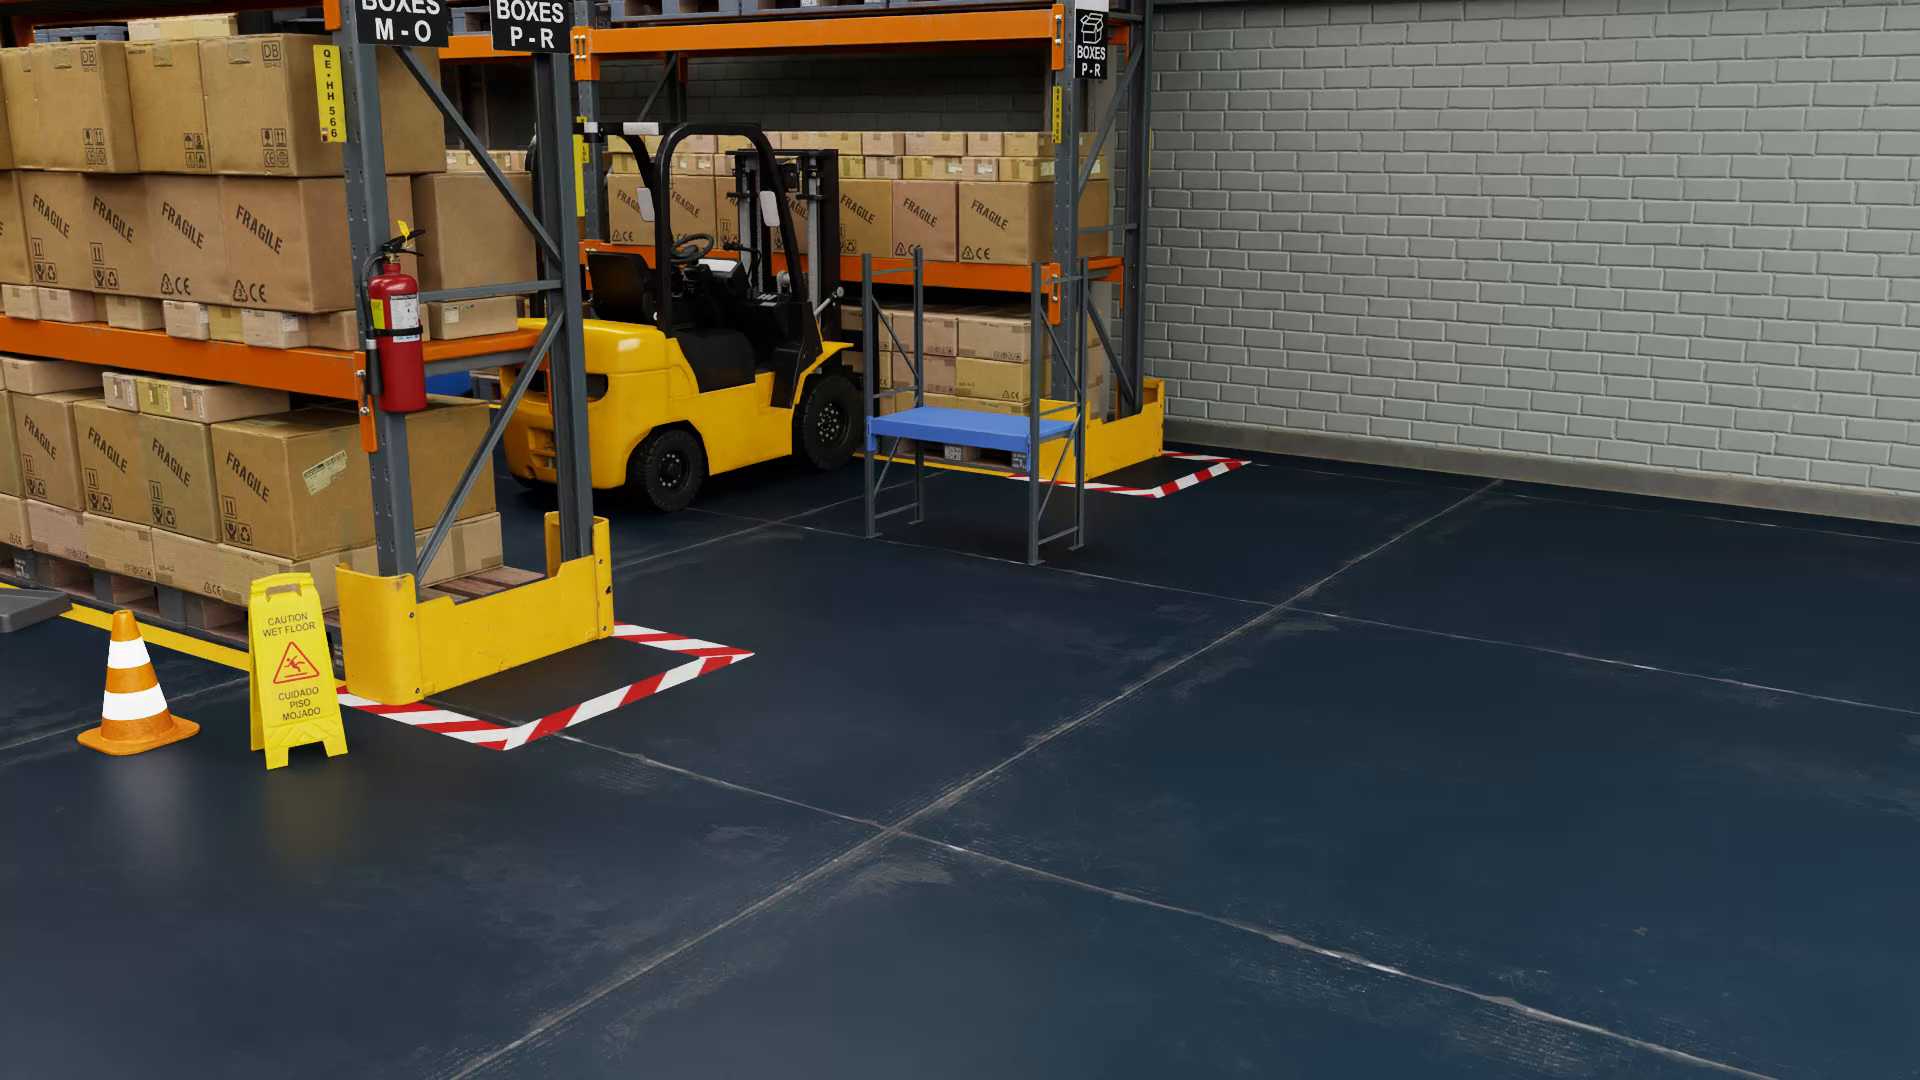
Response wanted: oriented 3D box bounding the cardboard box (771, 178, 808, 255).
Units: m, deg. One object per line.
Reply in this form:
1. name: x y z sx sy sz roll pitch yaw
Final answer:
1. cardboard box: -0.938 -2.210 11.302 0.500 0.500 0.500 9 17 33

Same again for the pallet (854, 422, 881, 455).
1. pallet: -0.775 -0.847 11.807 1.213 0.211 1.003 9 17 33

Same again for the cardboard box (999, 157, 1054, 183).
1. cardboard box: 0.447 -2.297 10.302 0.250 0.149 0.380 9 17 34

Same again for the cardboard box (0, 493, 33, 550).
1. cardboard box: -4.407 -0.156 8.059 0.500 0.250 0.500 10 17 36

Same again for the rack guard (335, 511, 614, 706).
1. rack guard: -1.939 0.250 6.771 0.348 0.500 1.175 9 17 33

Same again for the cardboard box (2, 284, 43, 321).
1. cardboard box: -4.057 -1.088 7.497 0.250 0.149 0.380 9 17 33

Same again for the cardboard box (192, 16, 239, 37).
1. cardboard box: -6.309 -4.420 14.504 0.500 0.250 0.500 9 16 31

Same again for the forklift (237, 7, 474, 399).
1. forklift: -4.058 -1.865 10.256 1.130 2.935 3.031 0 14 2

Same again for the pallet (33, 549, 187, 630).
1. pallet: -3.602 0.111 7.936 1.213 0.211 1.003 9 17 33

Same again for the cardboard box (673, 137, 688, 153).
1. cardboard box: -1.845 -2.836 11.860 0.250 0.149 0.380 9 16 32

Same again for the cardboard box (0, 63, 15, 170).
1. cardboard box: -4.138 -1.920 7.428 0.500 0.500 0.700 9 16 32

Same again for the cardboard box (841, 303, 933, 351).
1. cardboard box: -0.517 -1.430 11.125 0.500 0.250 0.500 9 17 34

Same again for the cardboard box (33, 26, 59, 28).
1. cardboard box: -8.845 -4.978 15.888 0.250 0.149 0.380 9 17 33

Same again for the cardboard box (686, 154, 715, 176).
1. cardboard box: -1.700 -2.636 11.671 0.250 0.149 0.380 10 17 34

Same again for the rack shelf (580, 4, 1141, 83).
1. rack shelf: -0.769 -3.318 11.239 4.000 0.370 1.077 9 17 33

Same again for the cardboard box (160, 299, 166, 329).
1. cardboard box: -3.144 -0.980 7.061 0.250 0.149 0.380 9 17 34

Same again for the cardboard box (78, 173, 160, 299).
1. cardboard box: -3.307 -1.299 7.003 0.500 0.500 0.500 9 17 33

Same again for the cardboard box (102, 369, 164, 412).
1. cardboard box: -3.453 -0.662 7.193 0.250 0.149 0.380 10 17 35

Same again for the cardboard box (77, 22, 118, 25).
1. cardboard box: -7.986 -4.847 15.360 0.250 0.149 0.380 10 17 34

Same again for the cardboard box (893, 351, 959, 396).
1. cardboard box: -0.098 -1.127 10.942 0.500 0.250 0.500 9 17 32

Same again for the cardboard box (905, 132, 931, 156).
1. cardboard box: -0.143 -2.562 10.752 0.250 0.149 0.380 9 17 33

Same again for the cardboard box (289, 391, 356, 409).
1. cardboard box: -2.848 -0.422 7.571 0.500 0.500 0.500 8 16 31

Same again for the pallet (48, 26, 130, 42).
1. pallet: -7.702 -4.677 15.624 1.003 0.211 1.213 9 17 33

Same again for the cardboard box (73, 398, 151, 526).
1. cardboard box: -3.536 -0.380 7.403 0.500 0.500 0.500 9 16 32

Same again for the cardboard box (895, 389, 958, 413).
1. cardboard box: -0.083 -0.881 10.987 0.500 0.250 0.500 9 17 33

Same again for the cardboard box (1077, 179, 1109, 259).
1. cardboard box: 0.635 -2.113 10.910 0.500 0.500 0.500 10 17 35

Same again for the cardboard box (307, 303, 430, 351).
1. cardboard box: -2.306 -0.838 6.490 0.250 0.149 0.380 10 17 35

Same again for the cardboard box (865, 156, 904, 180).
1. cardboard box: -0.410 -2.434 10.856 0.250 0.149 0.380 9 16 31

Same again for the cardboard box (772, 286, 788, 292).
1. cardboard box: -1.483 -1.742 12.383 0.500 0.250 0.500 9 16 32

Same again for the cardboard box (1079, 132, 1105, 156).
1. cardboard box: 0.731 -2.538 10.658 0.250 0.149 0.380 9 16 32

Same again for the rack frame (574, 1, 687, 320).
1. rack frame: -2.428 -2.479 12.597 0.127 3.000 1.000 9 17 33

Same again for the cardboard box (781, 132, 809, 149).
1. cardboard box: -0.999 -2.698 11.305 0.250 0.149 0.380 9 17 33

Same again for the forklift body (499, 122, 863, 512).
1. forklift body: -1.701 -1.422 10.090 1.214 2.155 2.313 9 17 33

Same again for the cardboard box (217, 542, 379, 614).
1. cardboard box: -2.717 0.120 6.944 0.500 0.250 0.500 9 17 33

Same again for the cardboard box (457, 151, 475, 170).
1. cardboard box: -3.708 -2.975 13.041 0.250 0.149 0.380 9 16 31

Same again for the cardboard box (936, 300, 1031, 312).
1. cardboard box: 0.181 -1.466 11.270 0.500 0.250 0.500 9 17 33

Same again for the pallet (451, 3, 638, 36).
1. pallet: -3.167 -3.958 12.727 1.217 0.209 0.805 8 16 31

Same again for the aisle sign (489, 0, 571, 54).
1. aisle sign: -1.652 -2.268 6.333 0.004 0.787 0.394 9 17 33

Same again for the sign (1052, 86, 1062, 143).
1. sign: 0.576 -2.514 9.833 0.005 0.325 0.100 9 17 33

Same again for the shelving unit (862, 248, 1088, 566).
1. shelving unit: 0.071 -0.717 8.597 1.048 1.500 0.538 9 17 33

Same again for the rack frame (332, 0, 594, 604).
1. rack frame: -1.876 -0.953 6.430 0.127 3.000 1.000 9 17 33

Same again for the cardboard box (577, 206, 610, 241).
1. cardboard box: -2.992 -2.422 12.677 0.500 0.250 0.500 10 17 34

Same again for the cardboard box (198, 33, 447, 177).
1. cardboard box: -2.422 -1.656 6.363 0.500 0.500 0.700 9 16 31

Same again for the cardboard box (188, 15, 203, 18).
1. cardboard box: -6.584 -4.671 14.691 0.250 0.149 0.380 10 17 34
